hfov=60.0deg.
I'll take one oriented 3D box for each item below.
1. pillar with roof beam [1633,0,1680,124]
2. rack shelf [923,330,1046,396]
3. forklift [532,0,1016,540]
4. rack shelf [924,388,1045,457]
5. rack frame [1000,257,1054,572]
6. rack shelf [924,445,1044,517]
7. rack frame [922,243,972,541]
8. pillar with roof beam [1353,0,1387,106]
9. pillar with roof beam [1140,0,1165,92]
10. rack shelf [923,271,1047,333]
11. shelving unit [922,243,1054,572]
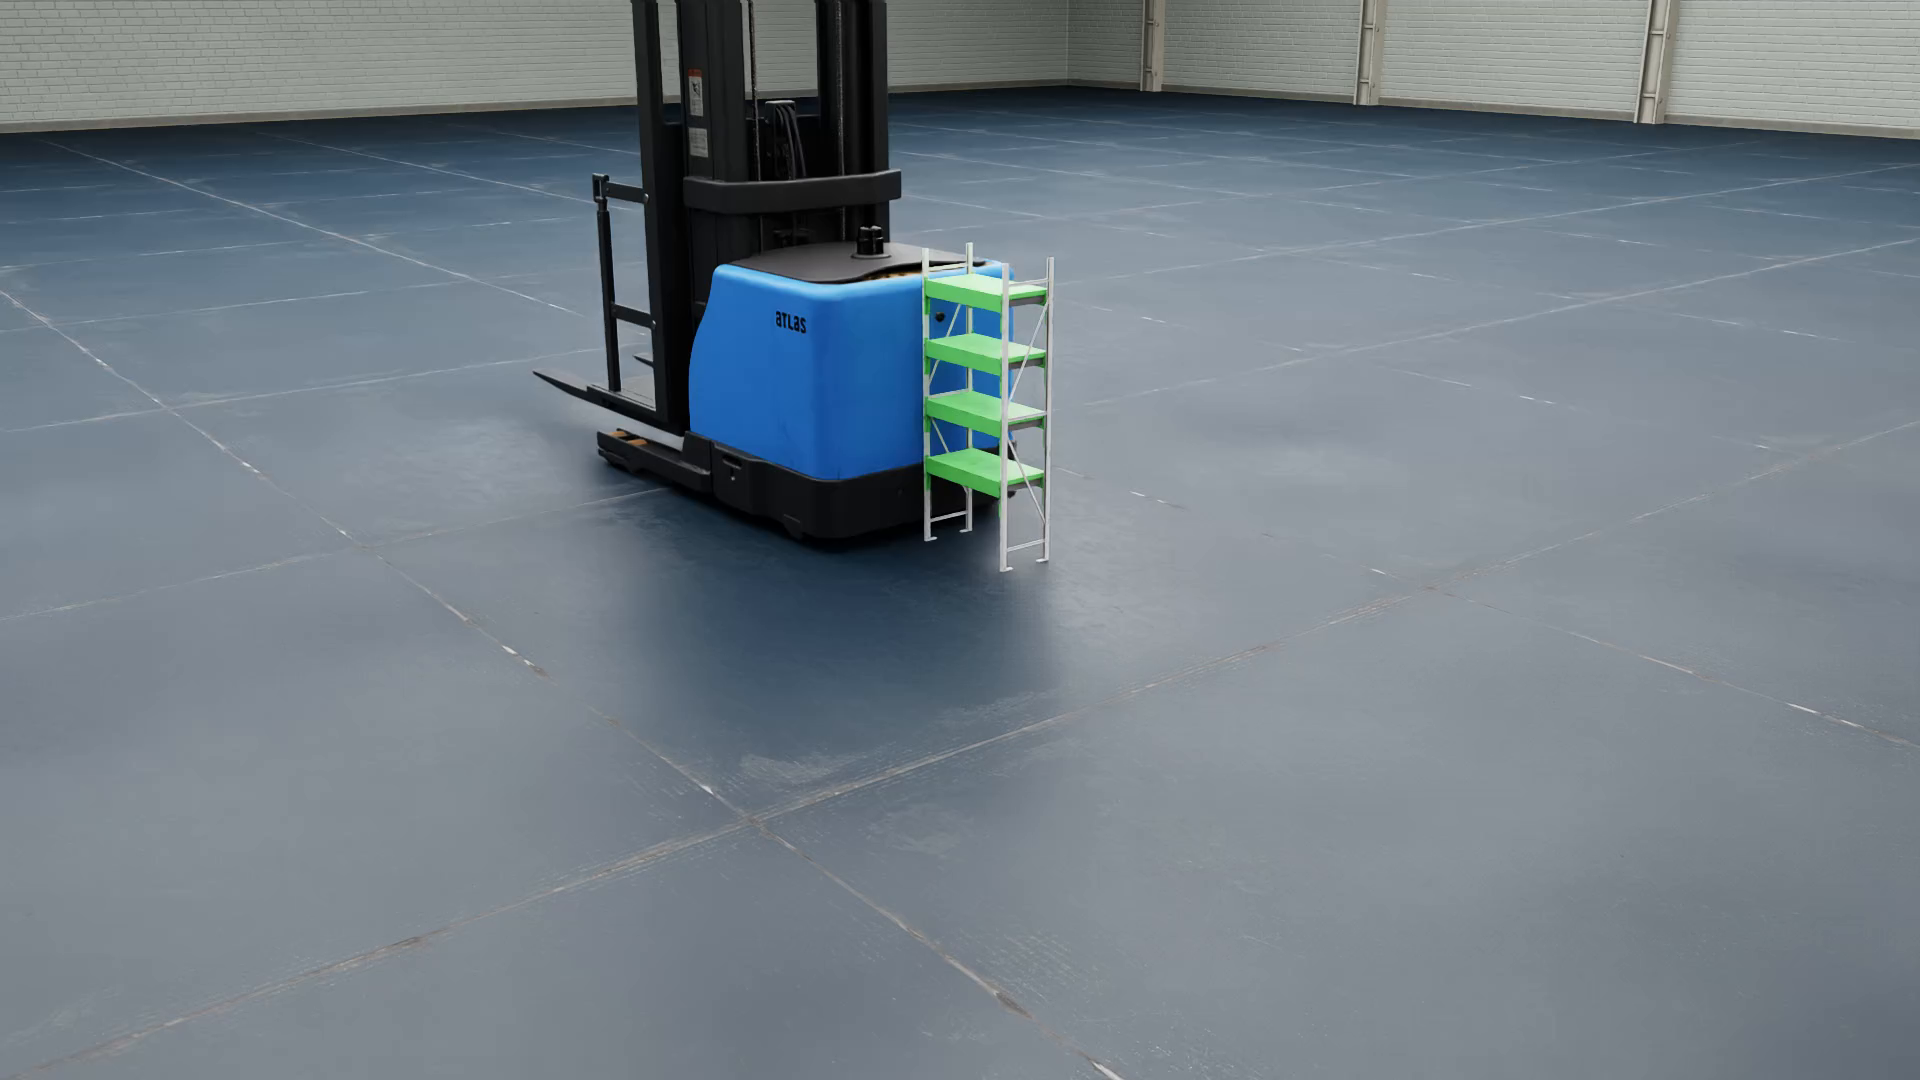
[{"bbox_3d":[8.355,-10.534,24.361,9.100,9.000,0.400,-14,23,-36],"label":"pillar with roof beam"},{"bbox_3d":[0.103,-0.696,6.495,0.258,0.148,0.480,-14,23,-36],"label":"rack shelf"},{"bbox_3d":[-1.076,-1.787,7.596,1.130,2.935,3.031,-14,23,-37],"label":"forklift"},{"bbox_3d":[0.103,-0.468,6.571,0.258,0.148,0.480,-14,23,-36],"label":"rack shelf"},{"bbox_3d":[0.254,-0.469,6.369,0.240,1.200,0.015,-14,23,-36],"label":"rack frame"},{"bbox_3d":[0.103,-0.240,6.646,0.258,0.148,0.480,-14,23,-36],"label":"rack shelf"},{"bbox_3d":[-0.049,-0.589,6.732,0.240,1.200,0.015,-14,23,-36],"label":"rack frame"},{"bbox_3d":[4.630,-12.013,28.826,9.100,9.000,0.400,-14,23,-36],"label":"pillar with roof beam"},{"bbox_3d":[0.905,-13.491,33.290,9.100,9.000,0.400,-14,23,-36],"label":"pillar with roof beam"},{"bbox_3d":[0.103,-0.924,6.420,0.258,0.148,0.480,-14,23,-36],"label":"rack shelf"},{"bbox_3d":[0.103,-0.529,6.551,0.258,1.200,0.503,-14,23,-36],"label":"shelving unit"}]
